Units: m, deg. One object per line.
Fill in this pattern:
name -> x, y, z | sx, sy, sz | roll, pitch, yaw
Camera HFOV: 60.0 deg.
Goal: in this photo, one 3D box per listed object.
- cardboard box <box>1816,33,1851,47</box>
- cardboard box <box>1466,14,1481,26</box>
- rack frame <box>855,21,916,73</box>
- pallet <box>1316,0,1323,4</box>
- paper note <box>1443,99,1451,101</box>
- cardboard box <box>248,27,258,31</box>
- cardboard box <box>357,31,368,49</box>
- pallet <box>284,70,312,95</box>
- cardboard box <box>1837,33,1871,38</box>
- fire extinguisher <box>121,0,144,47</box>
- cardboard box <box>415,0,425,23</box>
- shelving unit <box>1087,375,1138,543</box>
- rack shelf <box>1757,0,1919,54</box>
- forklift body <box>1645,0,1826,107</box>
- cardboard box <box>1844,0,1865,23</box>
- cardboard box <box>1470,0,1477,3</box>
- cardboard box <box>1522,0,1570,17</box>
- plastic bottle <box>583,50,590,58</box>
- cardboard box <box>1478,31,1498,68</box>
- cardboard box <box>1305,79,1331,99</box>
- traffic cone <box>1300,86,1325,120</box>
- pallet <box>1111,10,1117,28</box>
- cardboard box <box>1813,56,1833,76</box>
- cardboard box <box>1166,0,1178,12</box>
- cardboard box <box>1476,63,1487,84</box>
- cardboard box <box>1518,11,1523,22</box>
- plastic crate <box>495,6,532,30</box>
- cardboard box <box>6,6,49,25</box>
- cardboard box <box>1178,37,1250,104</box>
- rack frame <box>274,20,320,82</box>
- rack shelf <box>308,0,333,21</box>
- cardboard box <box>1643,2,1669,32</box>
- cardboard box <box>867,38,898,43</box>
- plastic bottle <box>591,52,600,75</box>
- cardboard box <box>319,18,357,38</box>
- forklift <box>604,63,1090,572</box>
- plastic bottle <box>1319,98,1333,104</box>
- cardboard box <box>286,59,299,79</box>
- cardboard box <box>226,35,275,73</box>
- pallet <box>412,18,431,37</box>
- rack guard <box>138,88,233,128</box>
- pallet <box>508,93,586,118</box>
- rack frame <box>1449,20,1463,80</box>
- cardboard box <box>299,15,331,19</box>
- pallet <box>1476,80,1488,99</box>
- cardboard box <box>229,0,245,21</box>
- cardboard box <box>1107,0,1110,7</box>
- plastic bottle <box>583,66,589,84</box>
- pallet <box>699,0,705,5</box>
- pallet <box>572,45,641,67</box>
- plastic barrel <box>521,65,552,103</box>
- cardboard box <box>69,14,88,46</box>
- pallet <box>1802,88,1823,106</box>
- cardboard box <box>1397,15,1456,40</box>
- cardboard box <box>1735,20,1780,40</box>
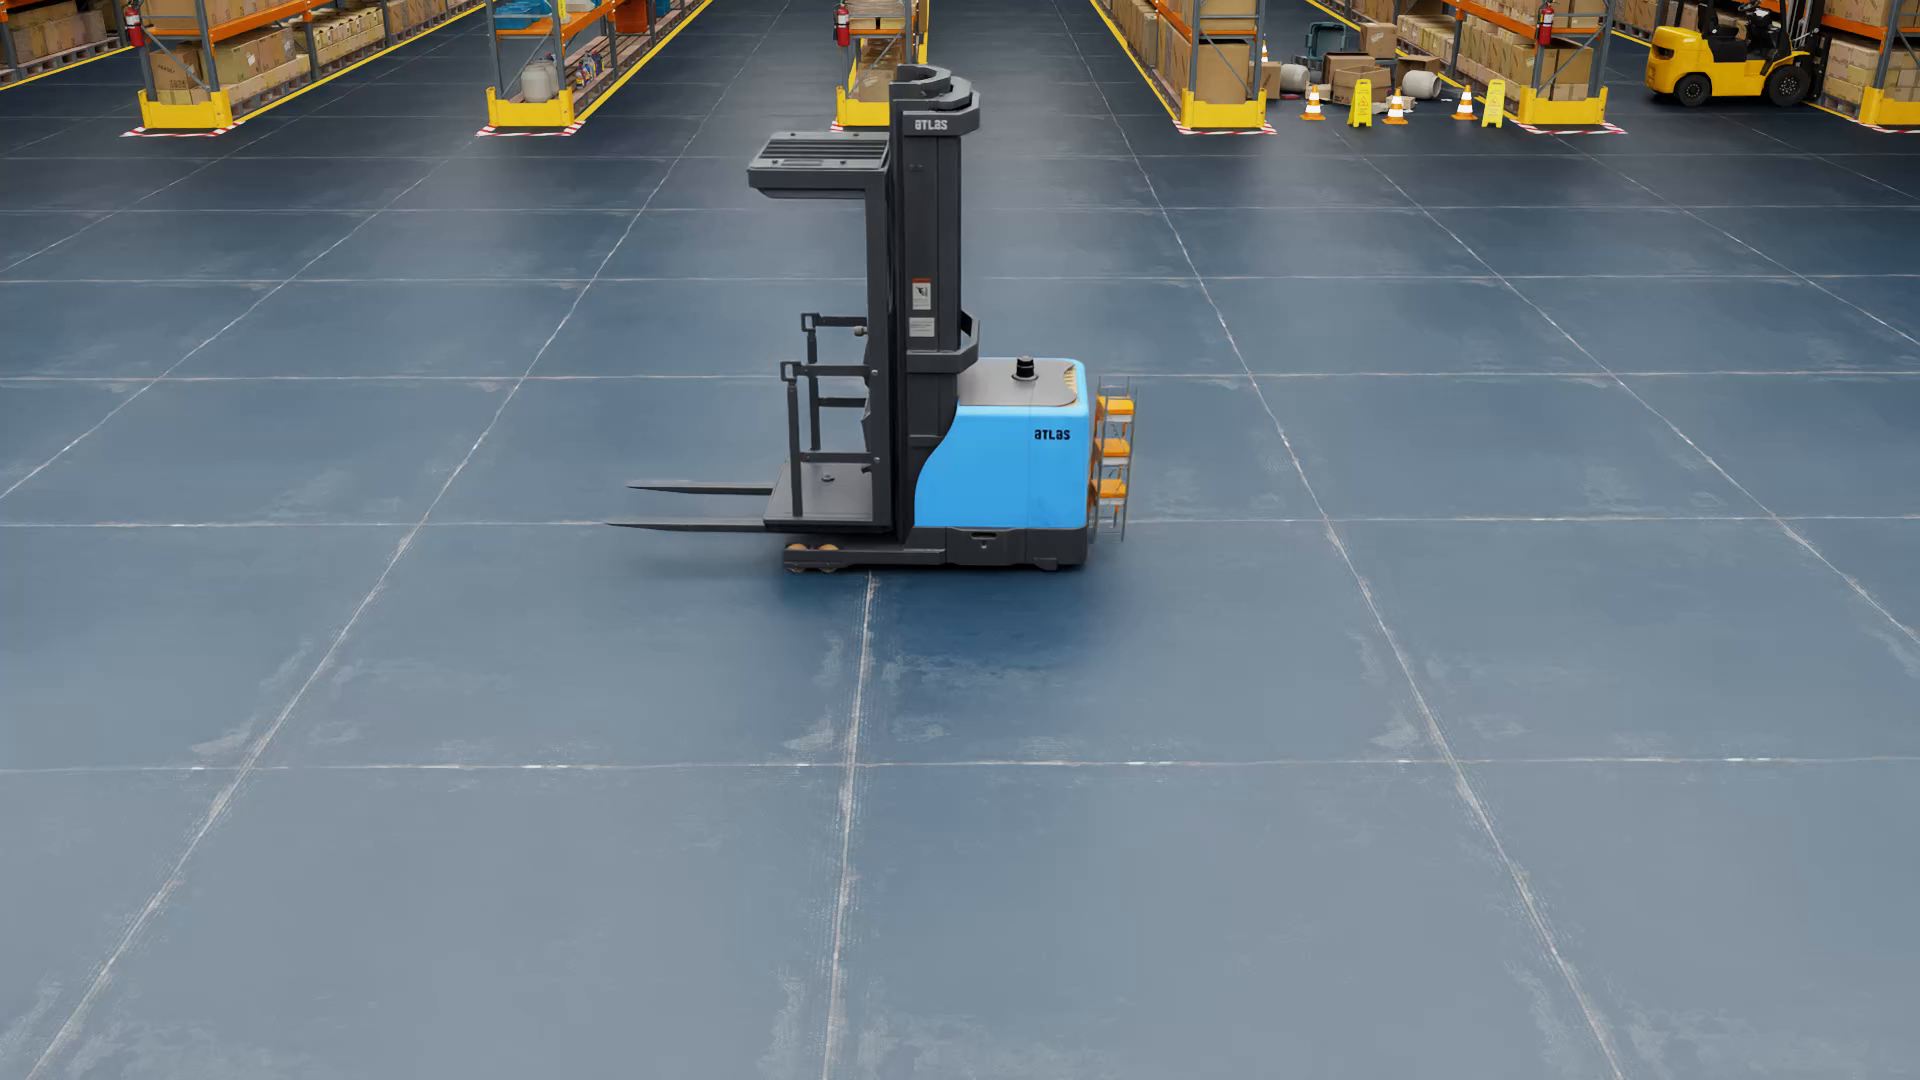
cardboard box -> 13.350, -7.653, 25.646 | 0.500, 0.250, 0.500 | -1, 24, -2
cardboard box -> 8.363, -8.348, 26.698 | 0.380, 0.149, 0.250 | 0, 24, 0
rack frame -> -1.225, -9.024, 27.062 | 1.000, 3.000, 0.127 | 0, 24, -1
pallet -> 8.641, -12.413, 37.941 | 1.003, 0.211, 1.213 | 0, 24, -1
paper note -> 7.573, -6.849, 25.857 | 0.142, 0.019, 0.148 | -9, 26, -19
cardboard box -> -11.425, -7.863, 26.411 | 0.500, 0.500, 0.500 | 0, 24, -1
cardboard box -> -10.913, -8.932, 29.687 | 0.500, 0.250, 0.500 | 0, 24, 1
pallet -> -11.164, -7.382, 26.817 | 1.003, 0.211, 1.213 | 0, 24, -1
cardboard box -> 13.873, -7.660, 25.661 | 0.500, 0.250, 0.500 | -1, 24, -2
fire extinguisher -> -11.550, -7.247, 23.226 | 0.296, 0.674, 0.183 | 0, 24, -1
cardboard box -> -10.916, -10.517, 32.863 | 0.500, 0.500, 0.500 | -1, 24, -2
shelving unit -> 0.963, -0.509, 10.589 | 0.215, 1.050, 0.252 | 0, 24, -7
rack shelf -> 13.670, -7.940, 25.539 | 1.077, 0.370, 4.000 | 0, 24, -1
forklift body -> 11.847, -7.830, 25.453 | 2.313, 2.155, 1.214 | 0, 24, -1
cardboard box -> 13.427, -7.905, 24.467 | 0.500, 0.500, 0.500 | 0, 24, 1
cardboard box -> 8.422, -8.719, 26.693 | 0.380, 0.149, 0.250 | 0, 24, 1
cardboard box -> 8.447, -7.824, 23.926 | 0.500, 0.500, 0.500 | -1, 24, -1
plastic bottle -> -6.026, -7.730, 26.883 | 0.144, 0.351, 0.185 | 0, 24, -1
cardboard box -> 8.443, -7.670, 25.986 | 0.500, 0.500, 0.500 | 1, 24, 2
cardboard box -> 5.597, -7.059, 26.035 | 0.396, 0.266, 0.258 | 4, 25, 9
traffic cone -> 5.194, -6.426, 24.396 | 0.336, 0.463, 0.334 | 0, 24, -1
pallet -> 3.659, -10.710, 34.173 | 1.003, 0.211, 1.213 | 0, 24, -1
cardboard box -> 13.352, -7.229, 25.314 | 0.500, 0.250, 0.500 | -1, 24, -2
cardboard box -> 3.669, -8.471, 25.658 | 0.875, 0.550, 0.550 | 0, 24, -1
cardboard box -> 8.447, -7.324, 26.131 | 0.500, 0.250, 0.500 | -1, 24, -1
cardboard box -> 8.415, -7.668, 24.370 | 0.380, 0.149, 0.250 | -1, 24, -1
plastic crate -> -6.438, -7.490, 23.852 | 0.499, 0.251, 0.616 | 0, 24, -1
cardboard box -> -16.126, -9.059, 28.730 | 0.500, 0.250, 0.500 | -1, 24, -2
cardboard box -> 3.706, -6.859, 24.343 | 0.875, 0.875, 0.875 | 0, 24, 0
rack frame -> -11.130, -8.981, 26.967 | 1.000, 3.000, 0.127 | 0, 24, -1
rack shelf -> -11.152, -9.477, 28.937 | 1.077, 0.370, 4.000 | 0, 24, -1
cardboard box -> 13.385, -9.966, 31.669 | 0.500, 0.500, 0.500 | 0, 24, 1
cardboard box -> -1.260, -7.911, 27.126 | 0.500, 0.500, 0.500 | -1, 24, -2
plastic bottle -> -5.880, -7.652, 26.709 | 0.144, 0.351, 0.185 | -1, 24, -3
cardboard box -> -10.904, -8.980, 29.111 | 0.500, 0.311, 0.500 | 0, 24, 1
forklift -> -0.712, -1.355, 10.189 | 3.031, 2.935, 1.130 | 1, 24, 2
plastic bottle -> 5.621, -6.782, 25.670 | 0.133, 0.061, 0.283 | -9, 26, -19
cardboard box -> -10.911, -7.523, 26.571 | 0.500, 0.250, 0.500 | 0, 24, -1
cardboard box -> -10.884, -7.453, 25.506 | 0.500, 0.500, 0.500 | 0, 24, -1
pallet -> -11.155, -10.168, 32.975 | 1.003, 0.211, 1.213 | 0, 24, -1
rack guard -> -11.087, -6.184, 23.816 | 1.175, 0.500, 0.348 | 0, 24, -1
pallet -> -6.185, -6.449, 24.752 | 1.003, 0.211, 1.213 | 0, 24, -1
rack frame -> 8.685, -9.068, 27.161 | 1.000, 3.000, 0.127 | 0, 24, -1
cardboard box -> -11.445, -9.179, 29.553 | 0.500, 0.311, 0.500 | -1, 24, -2
pallet -> 8.744, -7.017, 26.009 | 1.003, 0.211, 1.213 | 0, 24, -1
cardboard box -> -11.089, -7.992, 24.658 | 0.700, 0.500, 0.500 | 0, 24, 0
cardboard box -> 3.304, -11.353, 35.163 | 0.380, 0.149, 0.250 | 0, 24, 0
plastic bottle -> -5.847, -7.242, 25.898 | 0.097, 0.271, 0.097 | 0, 24, 0
pallet -> -6.338, -12.336, 37.769 | 1.003, 0.211, 1.213 | 0, 24, -1
pallet -> -6.241, -8.558, 29.417 | 1.003, 0.211, 1.213 | 0, 24, -1
plastic barrel -> -6.217, -6.682, 24.393 | 0.421, 0.512, 0.421 | 0, 24, 0
cardboard box -> -16.178, -9.158, 29.857 | 0.700, 0.500, 0.500 | 0, 24, -1
pallet -> 13.631, -6.990, 25.949 | 1.003, 0.211, 1.213 | 0, 24, -1
cardboard box -> 8.637, -9.478, 30.745 | 0.950, 0.372, 0.625 | -2, 24, -4
cardboard box -> 13.631, -8.417, 28.091 | 0.875, 0.625, 0.625 | 1, 24, 2
